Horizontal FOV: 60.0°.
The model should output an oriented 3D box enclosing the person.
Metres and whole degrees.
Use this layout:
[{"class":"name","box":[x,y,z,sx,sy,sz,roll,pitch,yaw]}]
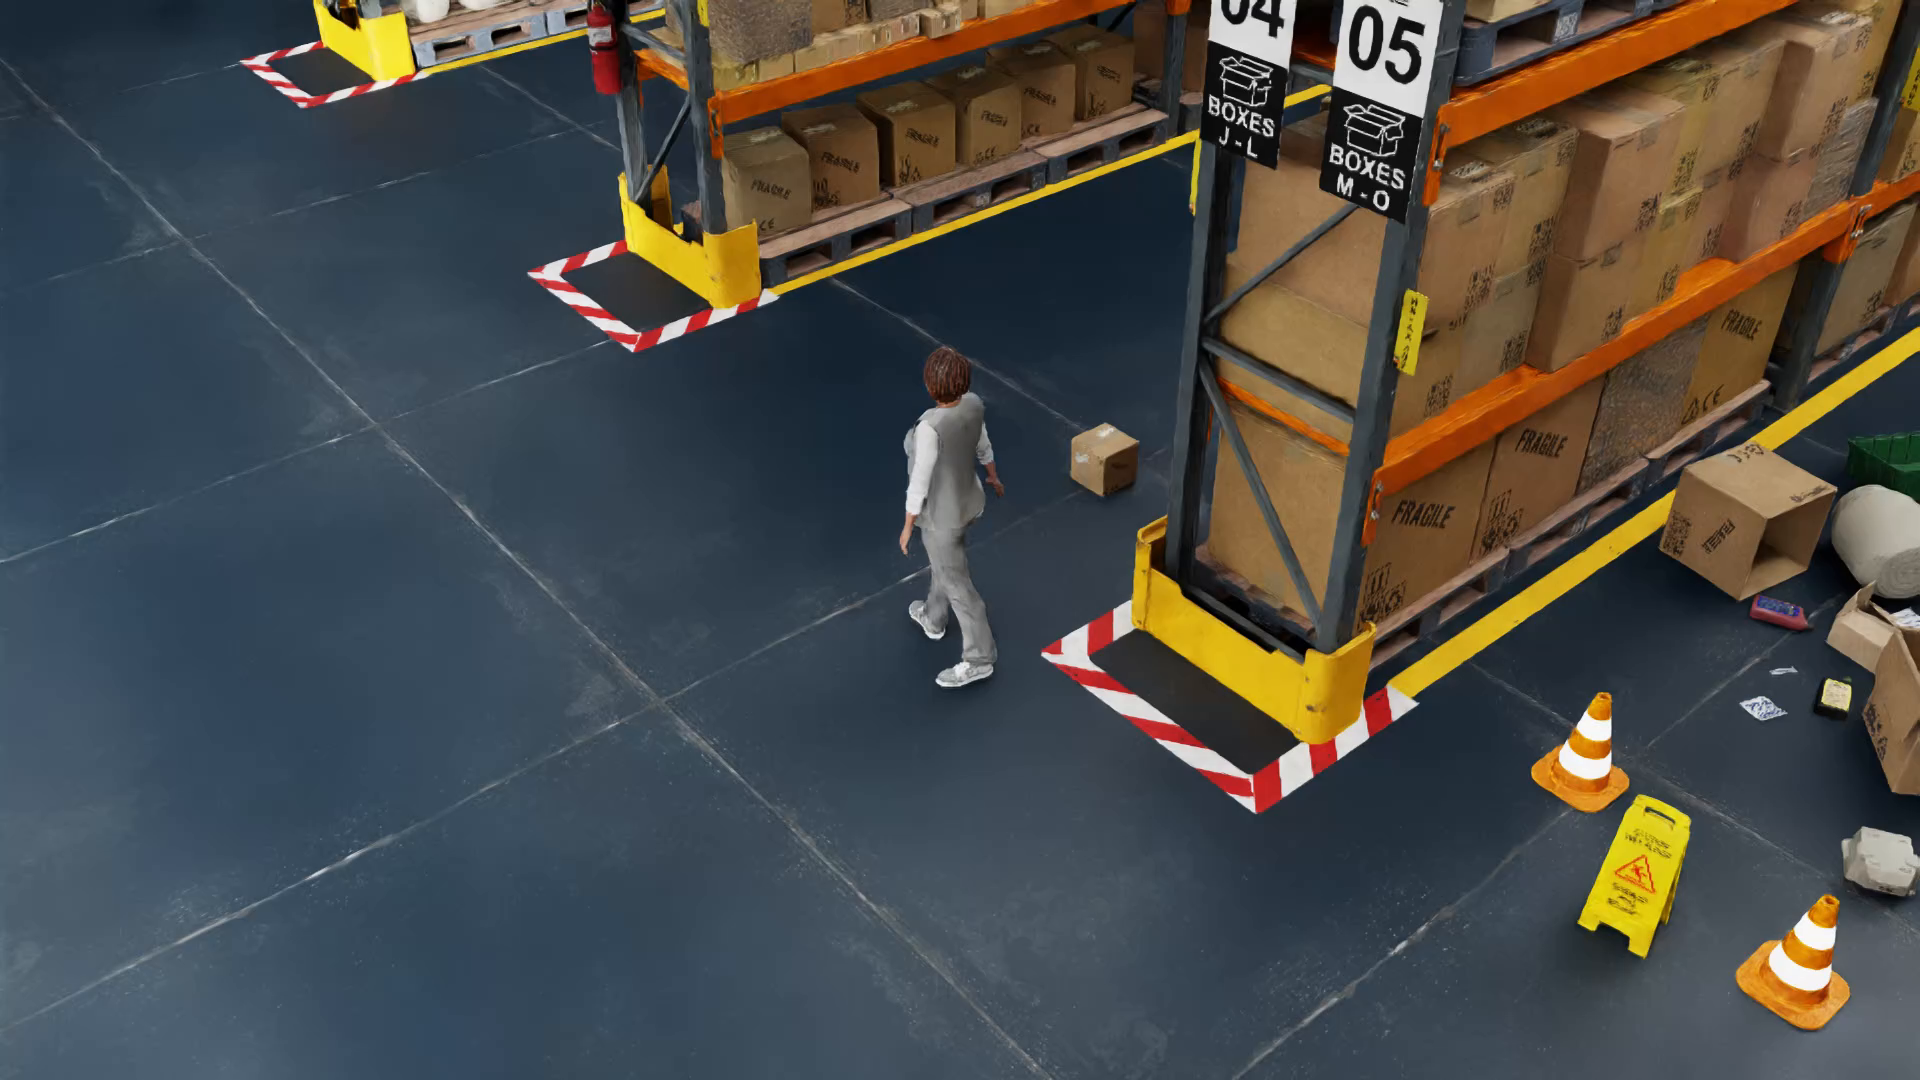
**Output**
[{"class":"person","box":[-0.038,-0.156,7.279,0.606,1.583,0.604,21,41,26]}]
